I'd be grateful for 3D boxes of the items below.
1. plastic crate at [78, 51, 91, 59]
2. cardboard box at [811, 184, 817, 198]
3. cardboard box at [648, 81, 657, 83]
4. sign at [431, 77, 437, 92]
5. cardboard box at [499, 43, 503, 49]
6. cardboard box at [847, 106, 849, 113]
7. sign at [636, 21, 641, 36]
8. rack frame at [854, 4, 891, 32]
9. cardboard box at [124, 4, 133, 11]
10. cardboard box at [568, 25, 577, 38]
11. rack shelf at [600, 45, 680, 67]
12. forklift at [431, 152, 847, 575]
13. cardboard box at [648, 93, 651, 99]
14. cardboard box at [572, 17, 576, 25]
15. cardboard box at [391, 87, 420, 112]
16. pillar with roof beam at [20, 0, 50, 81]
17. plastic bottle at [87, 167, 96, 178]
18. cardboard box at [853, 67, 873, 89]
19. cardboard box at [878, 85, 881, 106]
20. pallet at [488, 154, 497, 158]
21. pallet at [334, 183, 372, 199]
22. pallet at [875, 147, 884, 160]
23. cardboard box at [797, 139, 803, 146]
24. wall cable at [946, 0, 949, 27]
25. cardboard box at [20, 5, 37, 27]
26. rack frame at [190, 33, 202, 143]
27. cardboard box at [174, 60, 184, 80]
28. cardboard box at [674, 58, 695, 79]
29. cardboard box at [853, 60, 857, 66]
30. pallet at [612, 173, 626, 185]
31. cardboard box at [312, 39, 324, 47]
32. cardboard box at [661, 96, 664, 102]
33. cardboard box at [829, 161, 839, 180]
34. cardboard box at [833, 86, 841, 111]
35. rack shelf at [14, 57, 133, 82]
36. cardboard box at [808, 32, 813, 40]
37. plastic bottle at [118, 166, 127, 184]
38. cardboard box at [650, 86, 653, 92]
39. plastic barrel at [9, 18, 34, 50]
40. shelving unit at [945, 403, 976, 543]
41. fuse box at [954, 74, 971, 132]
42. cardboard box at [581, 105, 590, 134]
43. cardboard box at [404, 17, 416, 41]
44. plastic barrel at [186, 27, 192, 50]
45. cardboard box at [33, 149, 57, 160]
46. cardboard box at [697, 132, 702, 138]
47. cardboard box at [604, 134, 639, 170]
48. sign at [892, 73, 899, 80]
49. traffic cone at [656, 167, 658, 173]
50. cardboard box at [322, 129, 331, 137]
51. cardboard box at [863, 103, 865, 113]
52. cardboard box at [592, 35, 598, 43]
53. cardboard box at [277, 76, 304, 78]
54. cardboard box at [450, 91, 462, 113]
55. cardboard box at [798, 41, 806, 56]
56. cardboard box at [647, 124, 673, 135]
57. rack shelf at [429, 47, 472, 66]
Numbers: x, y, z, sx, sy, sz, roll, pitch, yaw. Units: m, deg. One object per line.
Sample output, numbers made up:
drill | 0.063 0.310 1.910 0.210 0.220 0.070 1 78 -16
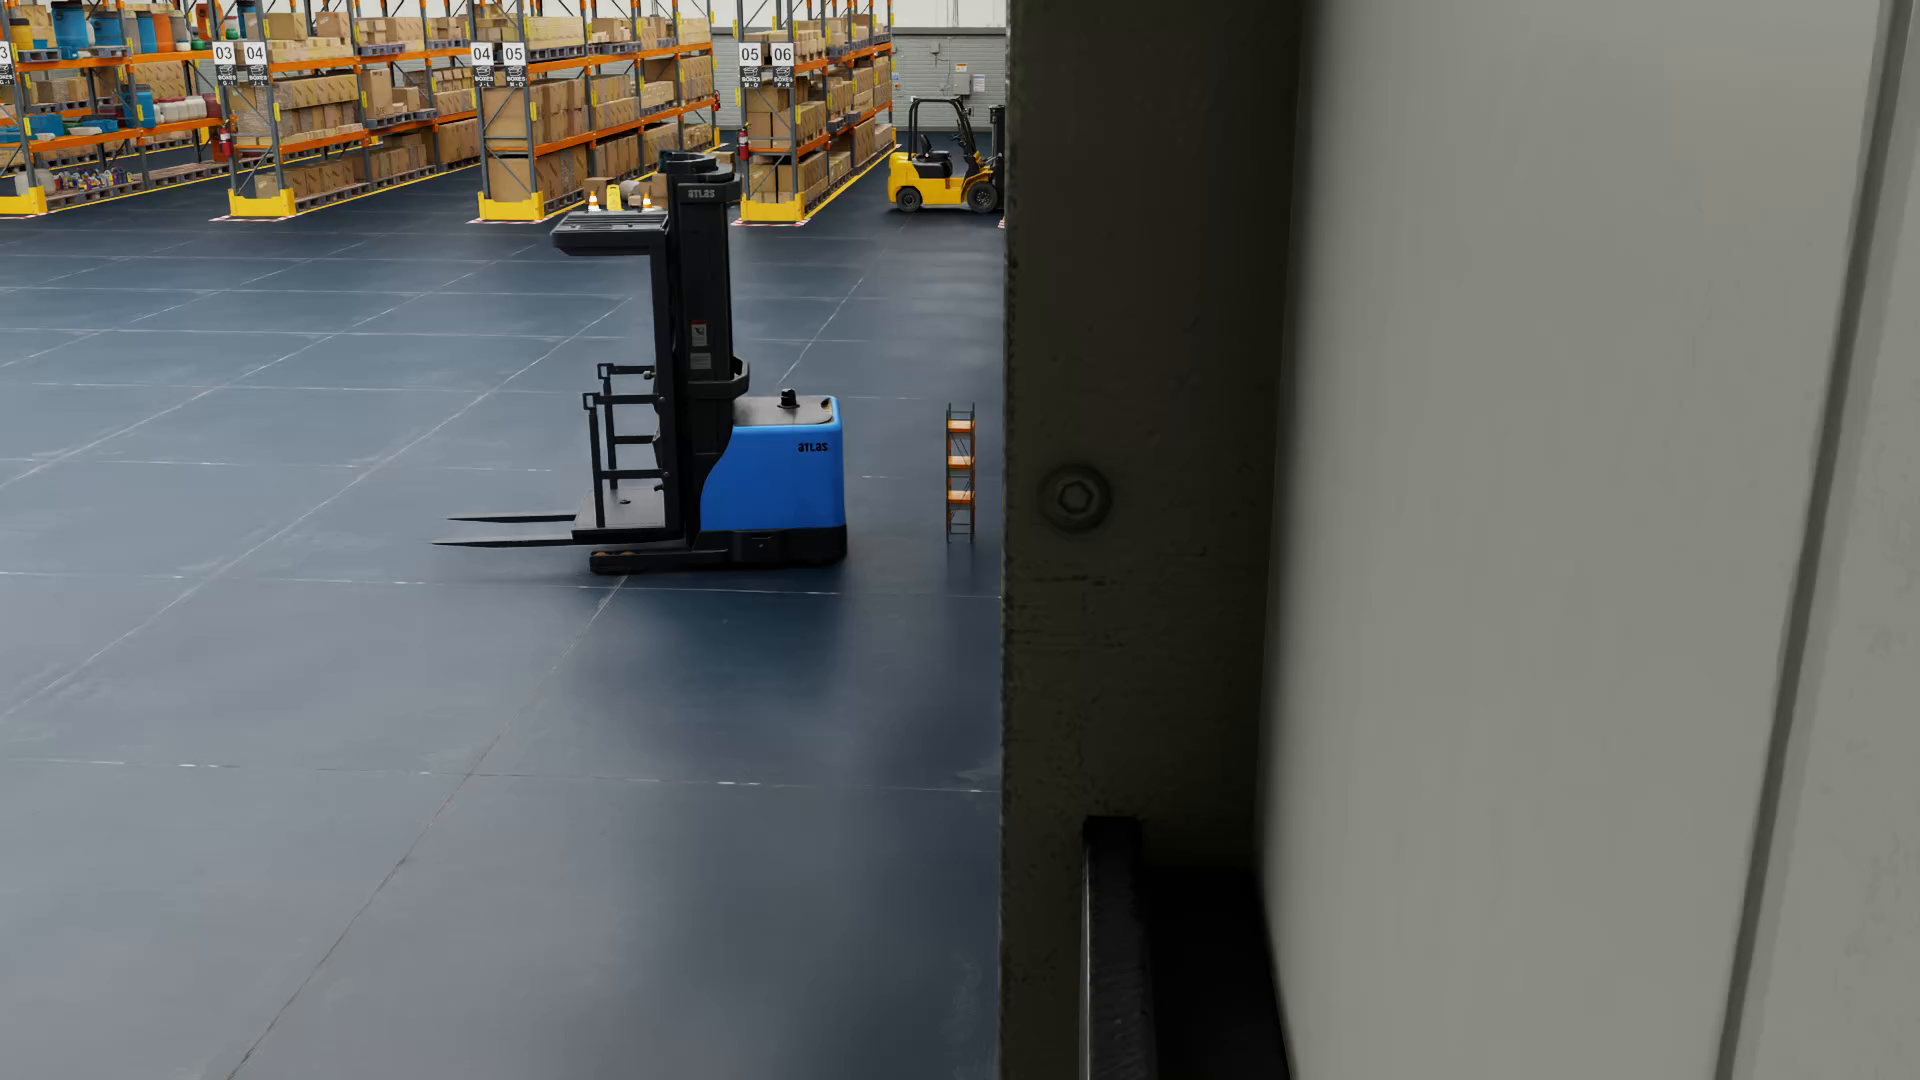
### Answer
plastic crate | -17.784 -9.812 33.656 0.243 0.136 0.396 1 18 4
cardboard box | -3.130 -6.910 32.937 0.500 0.250 0.500 3 18 8
cardboard box | -7.866 -11.597 42.858 0.500 0.500 0.500 1 18 4
sign | -12.303 -10.654 38.889 0.100 0.325 0.005 1 18 4
cardboard box | -8.774 -9.266 31.137 0.380 0.149 0.250 1 18 4
cardboard box | -2.696 -9.661 37.318 0.380 0.149 0.250 0 18 1
sign | -7.352 -11.703 38.046 0.100 0.325 0.005 1 18 4
rack frame | -2.387 -15.265 45.058 1.000 3.000 0.127 1 18 4
cardboard box | -22.265 -13.868 43.844 0.700 0.500 0.500 1 18 4
cardboard box | -8.008 -10.193 33.326 0.500 0.250 0.500 1 18 4
rack shelf | -7.762 -11.714 40.192 1.077 0.370 4.000 1 18 4
forklift | -2.390 -1.308 12.209 3.031 2.935 1.130 -2 18 -6
cardboard box | -7.619 -10.622 39.773 0.380 0.149 0.250 1 18 4
cardboard box | -7.937 -10.421 33.381 0.380 0.149 0.250 1 18 4
cardboard box | -12.784 -10.054 37.953 0.700 0.500 0.500 4 19 12
pillar with roof beam | -23.469 -16.580 49.071 9.100 9.000 0.400 1 18 4
plastic bottle | -18.400 -7.725 35.228 0.144 0.351 0.185 1 18 4
cardboard box | -2.456 -11.550 41.589 0.500 0.500 0.500 2 18 6
cardboard box | -2.339 -11.516 43.089 0.500 0.500 0.500 1 18 4
pallet | -12.539 -9.827 42.574 1.003 0.211 1.213 1 18 4
pallet | -13.145 -7.374 35.089 1.003 0.211 1.213 1 18 4
pallet | -2.541 -10.081 43.351 1.003 0.211 1.213 1 18 4
cardboard box | -3.200 -7.586 31.660 0.380 0.149 0.250 1 18 2
wall cable | -1.510 -17.021 50.415 2.355 3.000 0.029 1 18 4
cardboard box | -22.652 -12.615 40.022 0.500 0.500 0.500 1 18 4
rack frame | -22.152 -12.858 47.346 1.000 3.000 0.127 1 18 4
cardboard box | -21.945 -13.079 46.255 0.500 0.500 0.500 2 18 5
cardboard box | -7.254 -12.367 43.604 0.500 0.500 0.500 2 18 5
cardboard box | -2.842 -12.185 42.485 0.380 0.149 0.250 2 18 5
pallet | -8.127 -8.063 37.190 1.003 0.211 1.213 1 18 4
cardboard box | -12.956 -9.935 33.210 0.380 0.149 0.250 2 18 6
cardboard box | -7.520 -10.881 41.042 0.380 0.149 0.250 1 18 2
cardboard box | -3.164 -8.025 36.141 0.950 0.372 0.625 2 18 7
cardboard box | -2.843 -9.524 35.859 0.500 0.500 0.500 1 18 4
rack shelf | -18.216 -9.482 33.380 1.077 0.370 4.000 1 18 4
cardboard box | -3.068 -9.785 32.275 0.380 0.149 0.250 2 18 5
plastic bottle | -17.831 -7.763 35.345 0.144 0.351 0.185 1 18 2
cardboard box | -7.603 -10.837 39.952 0.380 0.149 0.250 2 18 6
plastic barrel | -18.404 -9.848 32.367 0.600 0.588 0.600 0 18 0
shelving unit | 0.004 -0.516 12.810 0.215 1.050 0.252 1 18 4
fuse box | 0.079 -13.462 51.258 0.539 1.711 0.414 1 18 4
cardboard box | -8.206 -8.723 34.486 0.875 0.550 0.550 1 18 4
cardboard box | -12.656 -11.548 37.568 0.500 0.500 0.500 1 18 4
plastic barrel | -18.113 -11.650 38.664 0.421 0.512 0.421 0 18 0
cardboard box | -22.408 -9.529 40.496 0.500 0.500 0.500 2 18 6
cardboard box | -7.182 -10.908 44.820 0.380 0.149 0.250 2 18 7
cardboard box | -8.039 -8.952 38.365 1.050 0.750 0.750 1 18 3
sign | -2.050 -14.315 51.358 0.327 0.218 0.001 1 18 4
traffic cone | -6.590 -7.944 36.423 0.336 0.463 0.334 1 18 4
cardboard box | -12.976 -8.250 33.688 0.380 0.149 0.250 1 18 4
cardboard box | -2.580 -10.481 40.333 0.500 0.250 0.500 1 18 4
cardboard box | -7.870 -10.636 35.317 0.250 0.149 0.380 1 18 4
cardboard box | -13.488 -9.128 33.719 0.500 0.500 0.500 1 18 4
cardboard box | -12.471 -10.663 40.486 0.500 0.500 0.500 1 18 3
cardboard box | -3.187 -9.247 31.272 0.500 0.250 0.500 1 18 3
cardboard box | -7.470 -10.223 41.440 0.500 0.250 0.500 2 18 7
rack shelf | -12.702 -11.856 40.626 1.077 0.370 4.000 1 18 4
